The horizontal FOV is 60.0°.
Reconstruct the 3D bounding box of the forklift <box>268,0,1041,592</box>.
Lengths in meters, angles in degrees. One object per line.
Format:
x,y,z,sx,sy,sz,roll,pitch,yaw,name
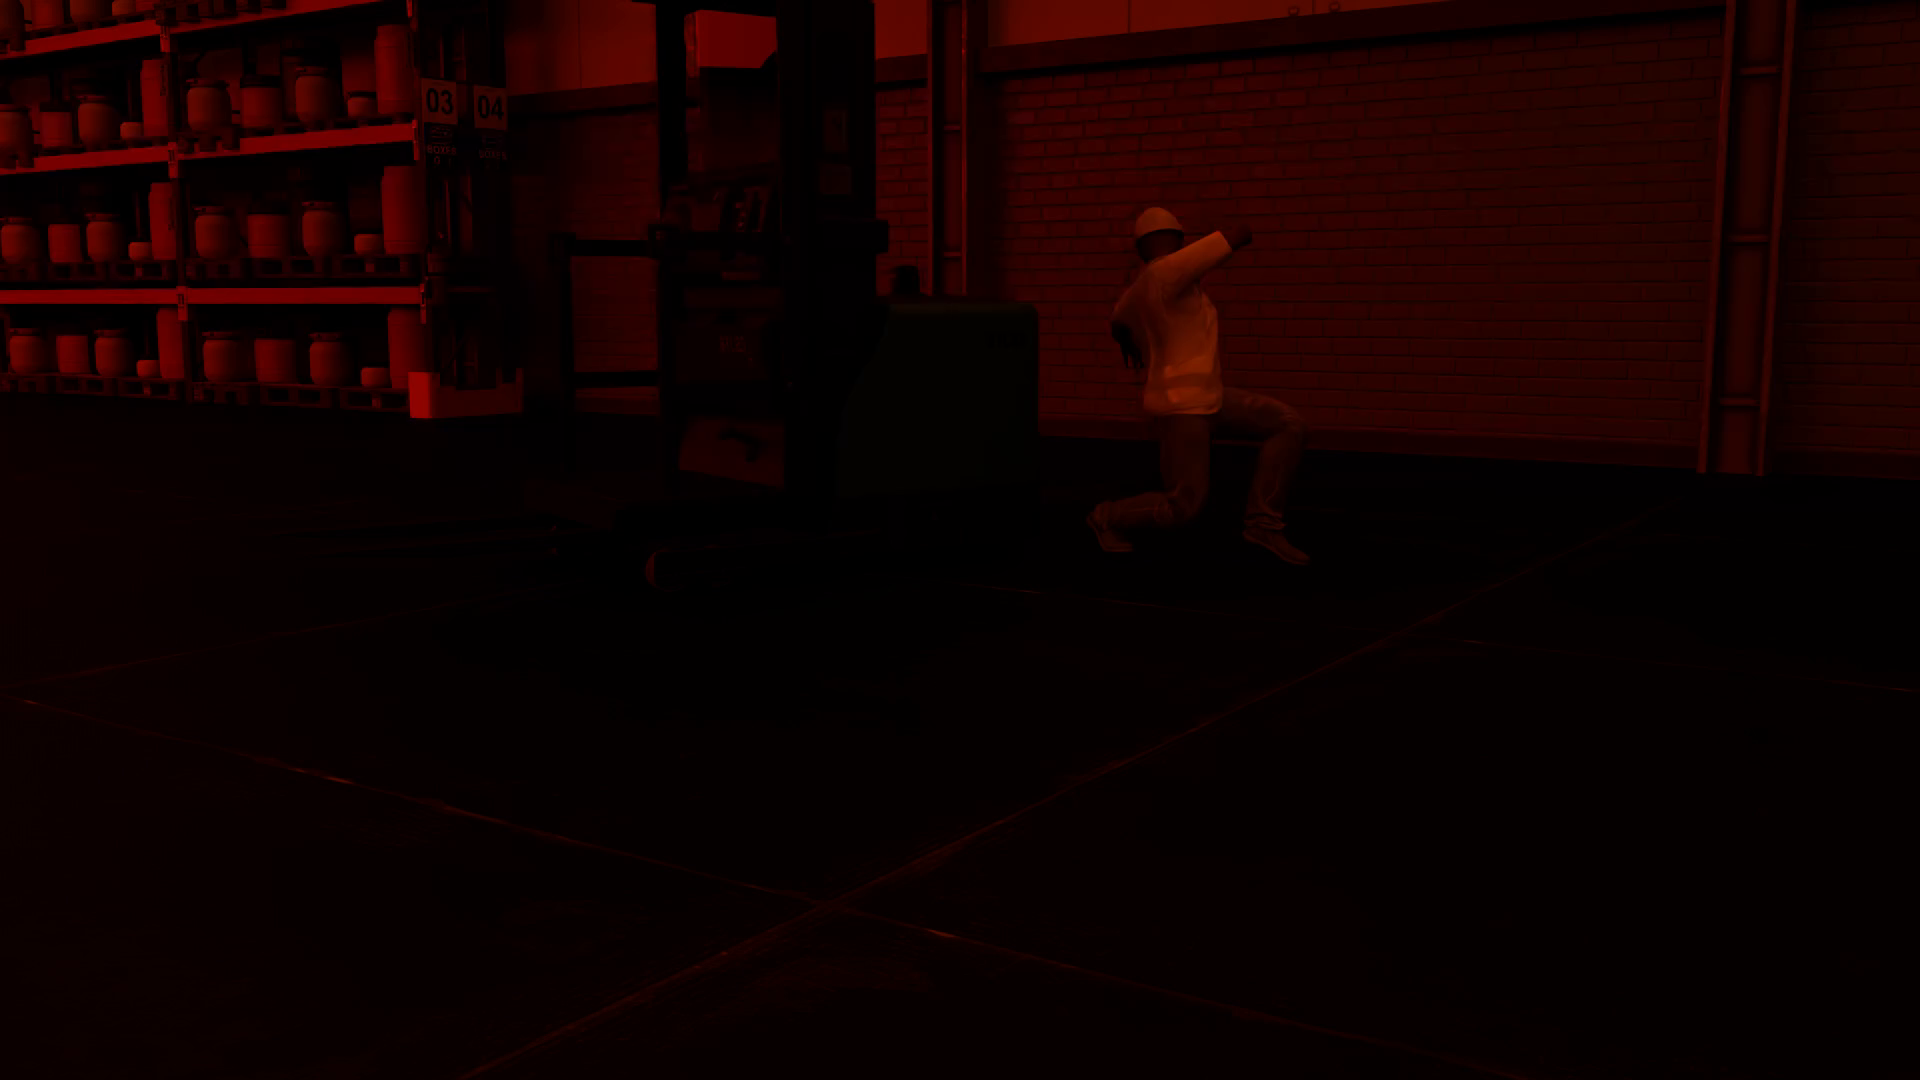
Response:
-1.148,-1.339,6.606,3.031,2.935,1.130,-6,10,-34,forklift

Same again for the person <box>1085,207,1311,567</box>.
1.045,-0.667,7.073,0.962,1.465,1.002,3,8,17,person
